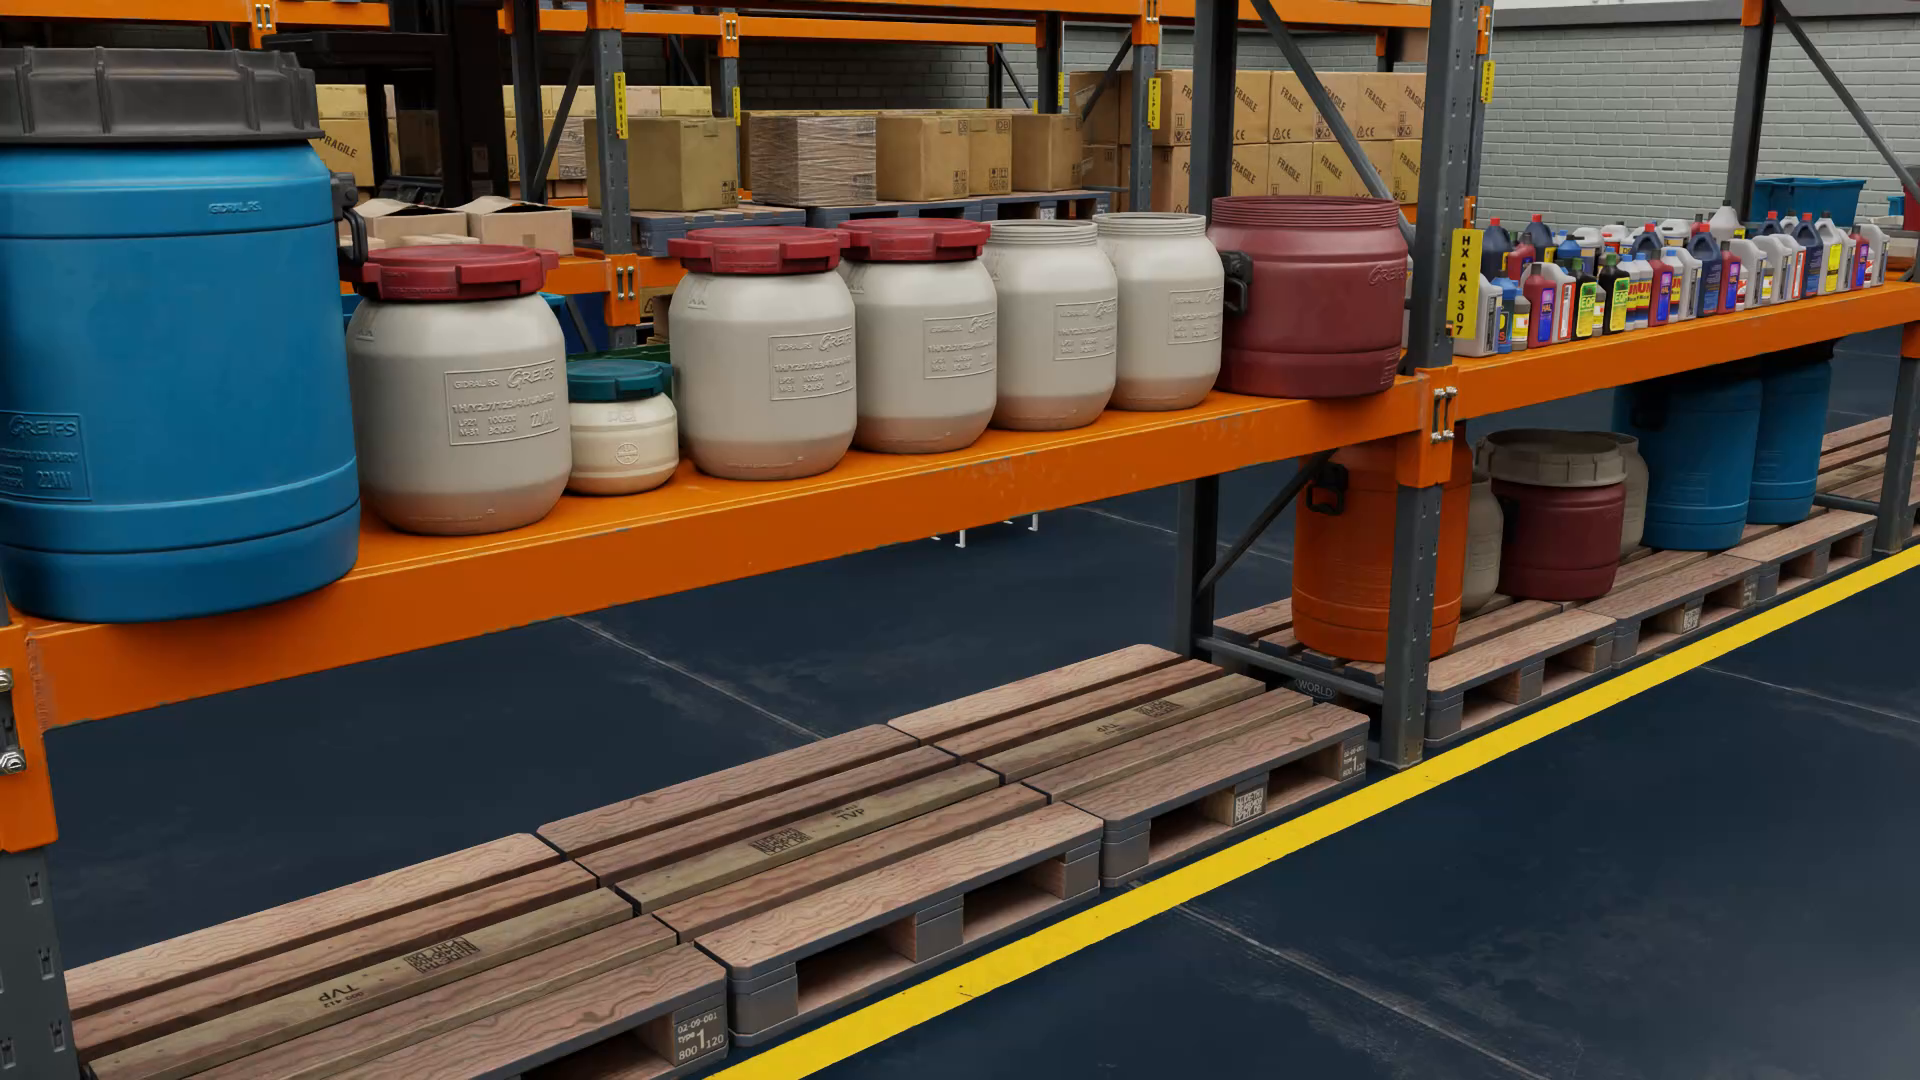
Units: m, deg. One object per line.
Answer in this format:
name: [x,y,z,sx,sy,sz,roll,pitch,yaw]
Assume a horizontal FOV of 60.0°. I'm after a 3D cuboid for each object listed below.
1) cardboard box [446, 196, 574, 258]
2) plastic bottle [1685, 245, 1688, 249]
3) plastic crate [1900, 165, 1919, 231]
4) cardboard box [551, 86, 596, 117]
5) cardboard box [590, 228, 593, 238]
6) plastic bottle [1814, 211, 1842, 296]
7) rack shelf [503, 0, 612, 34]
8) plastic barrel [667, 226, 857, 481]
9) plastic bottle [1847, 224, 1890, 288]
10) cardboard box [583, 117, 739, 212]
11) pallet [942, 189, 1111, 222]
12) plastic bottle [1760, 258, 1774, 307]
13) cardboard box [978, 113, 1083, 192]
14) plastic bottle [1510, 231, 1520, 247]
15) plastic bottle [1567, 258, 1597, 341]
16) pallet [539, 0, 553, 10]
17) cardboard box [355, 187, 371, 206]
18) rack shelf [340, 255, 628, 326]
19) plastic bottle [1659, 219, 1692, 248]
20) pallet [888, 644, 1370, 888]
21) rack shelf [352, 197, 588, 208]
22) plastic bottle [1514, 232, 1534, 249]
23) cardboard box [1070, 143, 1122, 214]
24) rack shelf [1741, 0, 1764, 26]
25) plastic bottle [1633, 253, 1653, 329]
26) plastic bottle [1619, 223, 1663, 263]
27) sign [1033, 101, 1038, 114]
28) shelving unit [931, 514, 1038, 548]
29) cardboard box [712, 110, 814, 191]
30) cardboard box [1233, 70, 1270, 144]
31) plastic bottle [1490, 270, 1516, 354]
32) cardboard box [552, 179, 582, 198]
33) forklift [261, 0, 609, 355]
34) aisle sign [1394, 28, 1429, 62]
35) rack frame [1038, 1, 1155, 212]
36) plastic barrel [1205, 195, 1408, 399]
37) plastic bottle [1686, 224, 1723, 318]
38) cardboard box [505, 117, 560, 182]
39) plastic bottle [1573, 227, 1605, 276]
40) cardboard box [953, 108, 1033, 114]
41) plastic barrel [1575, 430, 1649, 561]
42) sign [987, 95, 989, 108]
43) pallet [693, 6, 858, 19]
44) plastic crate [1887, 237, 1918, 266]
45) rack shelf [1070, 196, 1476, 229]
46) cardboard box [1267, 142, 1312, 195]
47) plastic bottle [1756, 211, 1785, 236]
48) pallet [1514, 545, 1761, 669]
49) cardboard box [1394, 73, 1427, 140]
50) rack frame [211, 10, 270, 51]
cardboard box: [-2.400,-1.668,8.853,0.500,0.311,0.500,-11,19,-36]
plastic bottle: [3.390,-1.293,7.663,0.097,0.201,0.097,0,15,0]
plastic crate: [5.008,-1.639,8.332,0.583,0.464,0.402,-13,19,-39]
cardboard box: [-3.295,-3.669,13.911,0.500,0.250,0.500,-12,19,-38]
cardboard box: [-3.408,-2.283,14.336,0.750,0.750,0.750,-12,19,-38]
plastic bottle: [3.691,-1.233,7.150,0.185,0.351,0.144,-13,19,-39]
rack shelf: [-3.606,-2.527,7.478,4.000,0.370,1.077,-13,19,-39]
plastic barrel: [-0.447,-0.430,3.786,0.433,0.535,0.433,0,15,0]
plastic bottle: [4.084,-1.287,7.495,0.135,0.276,0.152,-13,19,-39]
cardboard box: [-1.696,-2.144,9.455,0.700,0.500,0.500,8,17,28]
pallet: [0.246,-2.234,11.175,1.213,0.211,1.003,-13,19,-39]
plastic bottle: [3.257,-1.056,6.774,0.097,0.201,0.097,0,15,0]
cardboard box: [0.416,-2.656,11.373,0.700,0.500,0.500,8,17,28]
plastic bottle: [2.279,-1.142,6.937,0.133,0.283,0.061,-13,19,-39]
plastic bottle: [2.171,-0.845,5.827,0.133,0.283,0.061,-13,19,-39]
pallet: [-4.059,-4.395,13.444,1.213,0.211,1.003,-12,19,-37]
cardboard box: [-4.755,-2.667,12.872,0.250,0.149,0.380,-12,19,-39]
rack shelf: [-3.606,-1.077,7.865,4.000,0.370,1.077,-13,19,-39]
plastic bottle: [3.294,-1.350,7.733,0.135,0.276,0.152,-13,19,-39]
pallet: [0.542,0.672,5.325,1.213,0.211,1.003,-13,19,-39]
rack shelf: [-3.843,-2.719,14.010,4.000,0.370,1.077,-13,19,-39]
plastic bottle: [2.319,-1.130,6.893,0.133,0.283,0.061,-13,19,-39]
cardboard box: [1.129,-2.624,12.068,0.500,0.500,0.500,-12,19,-38]
rack shelf: [2.661,-2.239,6.402,4.000,0.370,1.077,-13,19,-39]
plastic bottle: [2.493,-0.918,6.123,0.097,0.271,0.097,0,15,0]
plastic bottle: [2.658,-1.053,6.477,0.185,0.351,0.144,-13,19,-39]
sign: [0.559,-2.964,11.856,0.005,0.325,0.100,-13,19,-39]
shelving unit: [0.125,-0.608,8.200,0.503,1.200,0.258,-13,19,-39]
cardboard box: [-1.914,-3.639,15.479,0.700,0.700,0.980,-12,19,-39]
cardboard box: [1.850,-3.085,11.857,0.500,0.500,0.500,-13,20,-41]
plastic bottle: [1.796,-0.761,5.537,0.097,0.271,0.097,0,15,0]
cardboard box: [-3.390,-2.974,14.021,0.250,0.149,0.380,-13,20,-41]
forklift: [-3.712,-2.152,10.628,3.031,2.935,1.130,-13,20,-40]
aisle sign: [3.797,-4.444,14.036,0.004,0.787,0.394,-13,19,-39]
rack frame: [0.921,-2.441,11.577,0.127,3.000,1.000,-13,19,-39]
plastic barrel: [1.001,-0.727,4.895,0.708,0.536,0.600,-13,19,-39]
plastic bottle: [2.860,-1.047,6.451,0.185,0.351,0.144,-13,19,-39]
cardboard box: [-3.653,-3.222,13.691,0.500,0.500,0.500,-12,19,-38]
plastic bottle: [2.697,-1.216,7.230,0.135,0.276,0.152,-13,19,-39]
cardboard box: [0.305,-4.139,17.353,0.700,0.700,0.980,-12,19,-37]
plastic barrel: [2.729,-0.190,7.157,0.421,0.512,0.421,0,15,0]
sign: [0.324,-4.648,18.008,0.005,0.325,0.100,-13,19,-39]
pallet: [-1.710,-4.948,15.321,1.213,0.211,1.003,-13,19,-39]
plastic crate: [4.614,-1.429,8.182,0.243,0.136,0.396,-13,19,-39]
rack shelf: [2.429,-2.433,12.938,4.000,0.370,1.077,-13,19,-39]
cardboard box: [2.247,-2.695,12.332,0.500,0.500,0.500,-13,20,-40]
plastic bottle: [3.457,-1.230,7.137,0.185,0.351,0.144,-13,19,-39]
pallet: [2.639,0.201,7.088,1.213,0.211,1.003,-13,19,-39]
cardboard box: [3.402,-3.436,13.168,0.500,0.500,0.500,-12,19,-38]
rack frame: [-5.352,-2.727,12.648,0.127,3.000,1.000,-13,19,-39]
